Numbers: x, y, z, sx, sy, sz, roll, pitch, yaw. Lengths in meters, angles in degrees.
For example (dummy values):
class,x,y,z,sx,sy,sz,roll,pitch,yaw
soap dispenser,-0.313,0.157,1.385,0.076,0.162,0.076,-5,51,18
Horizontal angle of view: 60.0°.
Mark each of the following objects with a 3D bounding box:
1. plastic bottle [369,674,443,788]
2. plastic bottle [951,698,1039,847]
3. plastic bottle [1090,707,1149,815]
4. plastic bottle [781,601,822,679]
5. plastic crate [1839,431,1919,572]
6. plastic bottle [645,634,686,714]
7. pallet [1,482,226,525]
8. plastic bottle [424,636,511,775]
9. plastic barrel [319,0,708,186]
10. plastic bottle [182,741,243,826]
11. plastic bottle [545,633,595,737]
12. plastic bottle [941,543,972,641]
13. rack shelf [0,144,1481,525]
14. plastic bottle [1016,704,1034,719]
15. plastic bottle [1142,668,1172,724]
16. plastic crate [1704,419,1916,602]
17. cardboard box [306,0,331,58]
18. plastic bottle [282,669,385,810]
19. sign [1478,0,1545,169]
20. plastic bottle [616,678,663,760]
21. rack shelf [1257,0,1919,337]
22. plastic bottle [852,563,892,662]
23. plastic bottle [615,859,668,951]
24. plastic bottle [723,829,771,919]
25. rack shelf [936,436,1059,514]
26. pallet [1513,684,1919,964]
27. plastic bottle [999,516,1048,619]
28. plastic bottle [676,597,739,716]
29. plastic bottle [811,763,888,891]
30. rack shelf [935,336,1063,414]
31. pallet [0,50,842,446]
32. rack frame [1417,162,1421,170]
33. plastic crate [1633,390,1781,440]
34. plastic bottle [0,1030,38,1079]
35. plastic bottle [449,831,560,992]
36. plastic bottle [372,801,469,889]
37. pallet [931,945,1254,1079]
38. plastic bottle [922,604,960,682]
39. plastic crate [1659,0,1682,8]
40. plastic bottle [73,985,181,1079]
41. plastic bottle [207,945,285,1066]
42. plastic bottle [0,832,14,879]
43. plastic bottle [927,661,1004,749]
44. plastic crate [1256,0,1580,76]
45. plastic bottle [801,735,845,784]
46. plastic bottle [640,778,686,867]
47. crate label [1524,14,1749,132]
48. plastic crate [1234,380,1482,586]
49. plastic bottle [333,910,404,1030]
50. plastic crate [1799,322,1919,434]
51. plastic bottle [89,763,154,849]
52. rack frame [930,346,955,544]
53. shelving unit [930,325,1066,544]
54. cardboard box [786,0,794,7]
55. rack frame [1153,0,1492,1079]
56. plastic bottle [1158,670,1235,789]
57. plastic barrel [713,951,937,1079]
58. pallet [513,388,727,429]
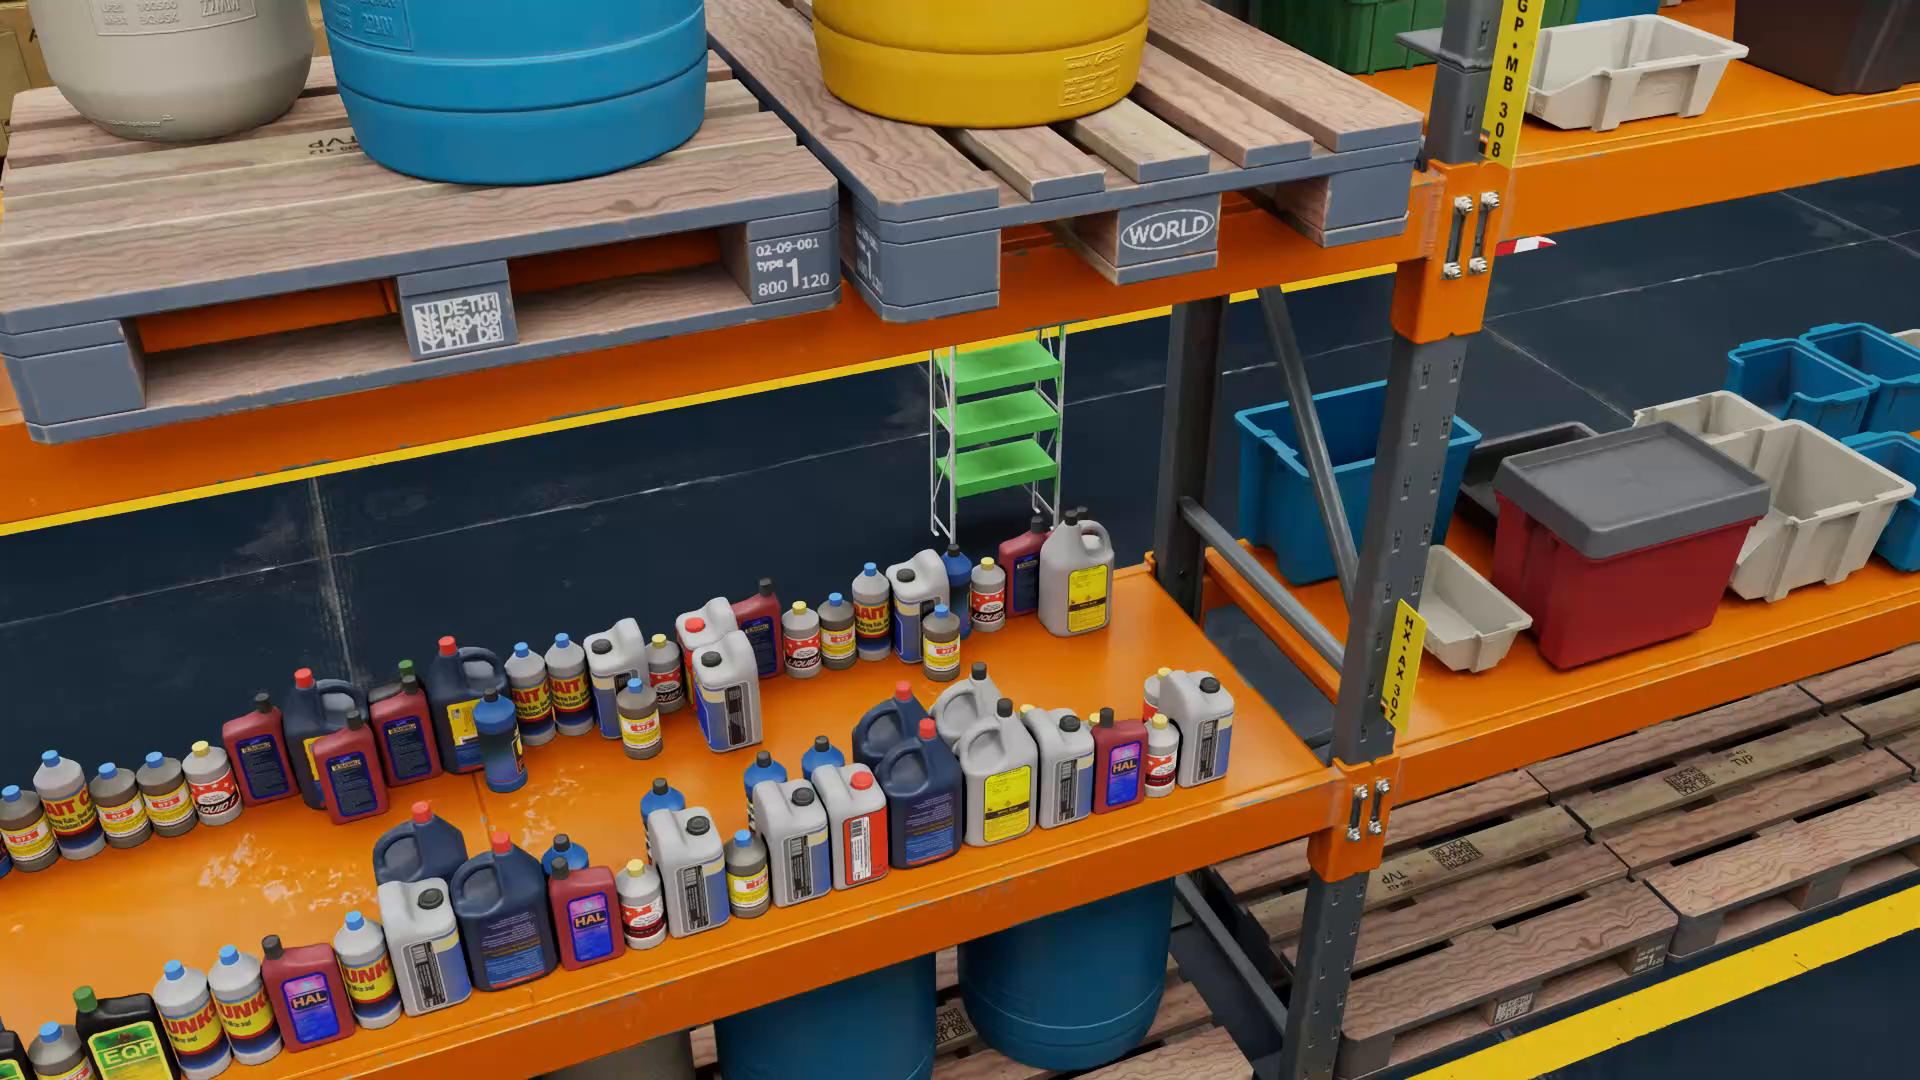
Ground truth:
class,x,y,z,sx,sy,sz,roll,pitch,yaw
plastic bottle,-1.311,0.448,3.919,0.133,0.283,0.061,-13,35,-19
plastic bottle,0.078,0.511,3.759,0.185,0.351,0.144,-13,35,-19
plastic bottle,0.365,0.498,3.841,0.133,0.283,0.061,-13,35,-19
plastic bottle,-0.410,0.250,4.297,0.097,0.201,0.097,0,33,0
plastic crate,2.693,-0.105,4.760,0.300,0.233,0.416,-13,35,-19
plastic bottle,-0.747,0.328,4.178,0.097,0.201,0.097,0,33,0
pallet,-4.100,-0.485,7.802,1.213,0.211,1.003,-13,35,-19
plastic bottle,-1.171,0.376,3.967,0.185,0.351,0.144,-13,35,-19
plastic barrel,-0.716,-1.074,2.556,0.708,0.901,0.600,-13,35,-19
plastic bottle,-1.727,0.552,3.833,0.097,0.201,0.097,0,33,0
plastic bottle,-0.961,0.347,4.084,0.097,0.271,0.097,0,33,0
plastic bottle,-0.017,0.131,4.416,0.097,0.271,0.097,0,33,0
rack shelf,-1.045,-0.402,3.026,4.000,0.370,1.077,-13,35,-19
plastic bottle,0.158,0.479,3.945,0.097,0.201,0.097,0,33,0
plastic bottle,0.495,0.402,4.064,0.097,0.201,0.097,0,33,0
plastic crate,2.278,-0.073,4.666,0.530,0.282,0.437,-13,35,-19
cardboard box,-2.720,-2.174,7.363,0.500,0.500,0.700,-23,39,-31
plastic bottle,-1.465,0.443,3.864,0.185,0.351,0.144,-13,35,-19
sign,1.010,-0.852,3.051,0.005,0.325,0.100,-13,35,-19
plastic bottle,-0.778,0.425,4.029,0.097,0.201,0.097,0,33,0
rack shelf,2.643,-1.246,4.324,4.000,0.370,1.077,-13,35,-19
plastic bottle,-0.230,0.180,4.341,0.097,0.271,0.097,0,33,0
plastic bottle,-0.676,0.760,3.513,0.097,0.201,0.097,0,33,0
plastic bottle,-0.462,0.711,3.589,0.097,0.201,0.097,0,33,0
rack shelf,0.153,-0.283,7.142,0.480,0.148,0.258,-13,35,-19
pallet,2.588,0.866,5.725,1.213,0.211,1.003,-13,35,-19
plastic bottle,0.172,0.072,4.496,0.133,0.283,0.061,-13,35,-19
plastic bottle,-0.629,0.286,4.174,0.135,0.276,0.152,-13,35,-19
plastic bottle,-0.241,0.613,3.671,0.135,0.276,0.152,-13,35,-19
rack shelf,0.153,-0.685,6.880,0.480,0.148,0.258,-13,35,-19
pallet,-0.931,-0.591,2.830,1.213,0.211,1.003,-13,35,-19
rack frame,2.573,-3.204,9.424,0.127,3.000,1.000,-13,35,-19
plastic crate,2.288,-0.301,5.150,0.466,0.136,0.293,-13,35,-19
plastic bottle,-1.797,0.994,3.080,0.133,0.283,0.061,-13,35,-19
plastic bottle,-0.938,0.744,3.402,0.185,0.351,0.144,-13,35,-19
plastic bottle,-1.121,0.696,3.476,0.185,0.351,0.144,-13,35,-19
pallet,0.071,1.443,4.839,1.213,0.211,1.003,-13,35,-19
plastic bottle,-0.047,0.257,4.286,0.097,0.201,0.097,0,33,0
plastic crate,1.824,-1.475,4.258,0.466,0.136,0.293,-13,35,-19
plastic bottle,-1.585,0.945,3.155,0.133,0.283,0.061,-13,35,-19
plastic bottle,-1.396,0.896,3.241,0.097,0.271,0.097,0,33,0
plastic bottle,-2.176,0.625,3.656,0.097,0.271,0.097,0,33,0
plastic bottle,0.022,0.439,3.871,0.185,0.351,0.144,-13,35,-19
plastic crate,1.072,-1.278,3.908,0.662,0.188,0.450,-13,35,-19
plastic bottle,-0.307,0.556,3.762,0.097,0.271,0.097,0,33,0
plastic bottle,-0.645,0.634,3.643,0.097,0.271,0.097,0,33,0
crate label,1.362,-0.973,3.486,0.466,0.136,0.293,-13,35,-19
plastic crate,1.097,-0.157,4.700,0.575,0.384,0.392,-13,35,-19
plastic bottle,-1.183,0.847,3.316,0.097,0.271,0.097,0,33,0
plastic crate,2.918,-0.503,5.371,0.300,0.233,0.416,-13,35,-19
plastic bottle,-1.907,0.593,3.770,0.097,0.201,0.097,0,33,0
rack frame,-0.072,-0.486,6.897,0.015,1.200,0.240,-13,35,-19
shelving unit,0.153,-0.538,6.976,0.503,1.200,0.258,-13,35,-19
cardboard box,-0.572,-2.779,7.762,0.500,0.500,0.500,-12,35,-18
rack frame,0.799,0.132,4.297,0.127,3.000,1.000,-13,35,-19
plastic bottle,0.560,0.430,3.953,0.135,0.276,0.152,-13,35,-19
plastic barrel,-0.362,1.091,4.361,0.708,0.901,0.600,-13,35,-19
pallet,-1.851,-1.000,8.594,1.213,0.211,1.003,-13,35,-19
